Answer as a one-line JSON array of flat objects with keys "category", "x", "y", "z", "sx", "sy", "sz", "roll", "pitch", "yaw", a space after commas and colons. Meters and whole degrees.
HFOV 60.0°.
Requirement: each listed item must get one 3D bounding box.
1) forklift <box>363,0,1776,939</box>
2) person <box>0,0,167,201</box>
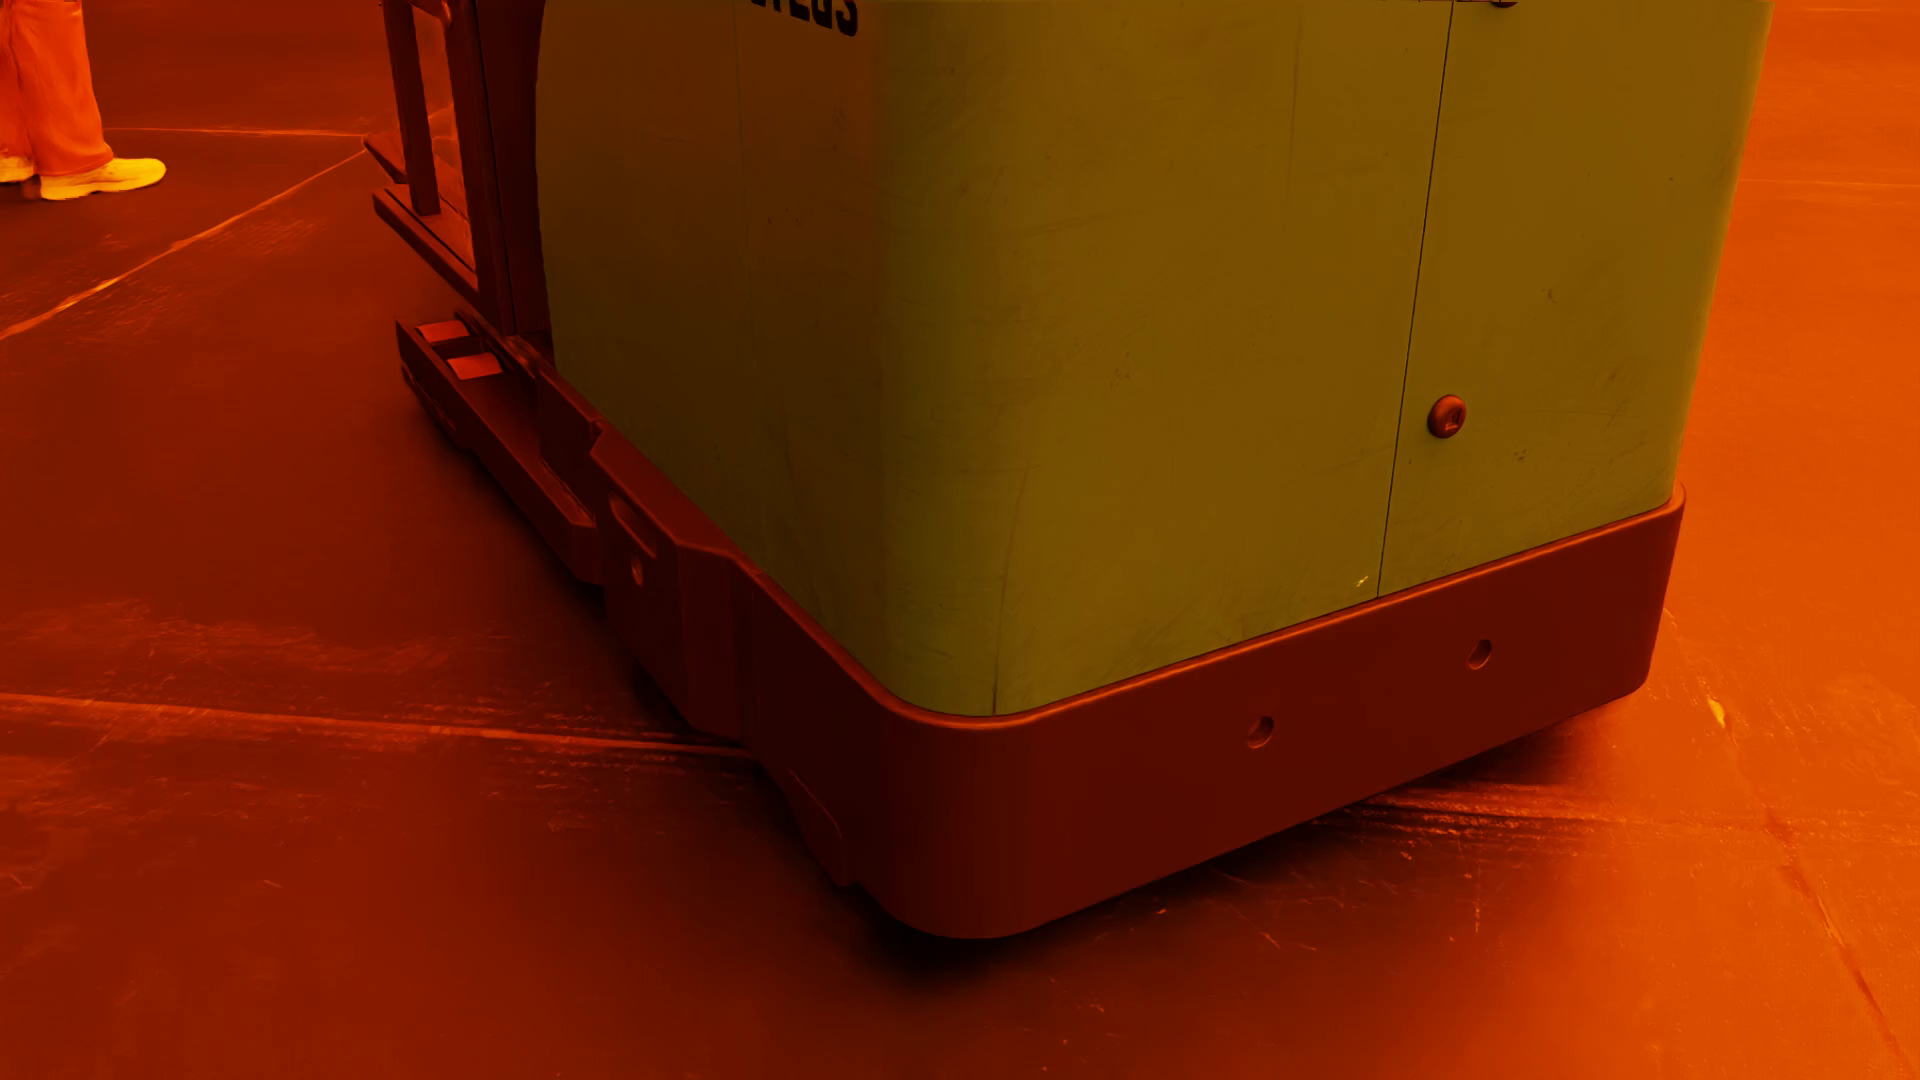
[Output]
[{"category": "forklift", "x": -0.337, "y": -1.551, "z": 2.327, "sx": 1.130, "sy": 2.935, "sz": 3.031, "roll": -15, "pitch": 30, "yaw": -27}, {"category": "person", "x": -2.333, "y": -1.675, "z": 4.032, "sx": 0.466, "sy": 1.640, "sz": 0.615, "roll": -7, "pitch": 27, "yaw": -14}]
